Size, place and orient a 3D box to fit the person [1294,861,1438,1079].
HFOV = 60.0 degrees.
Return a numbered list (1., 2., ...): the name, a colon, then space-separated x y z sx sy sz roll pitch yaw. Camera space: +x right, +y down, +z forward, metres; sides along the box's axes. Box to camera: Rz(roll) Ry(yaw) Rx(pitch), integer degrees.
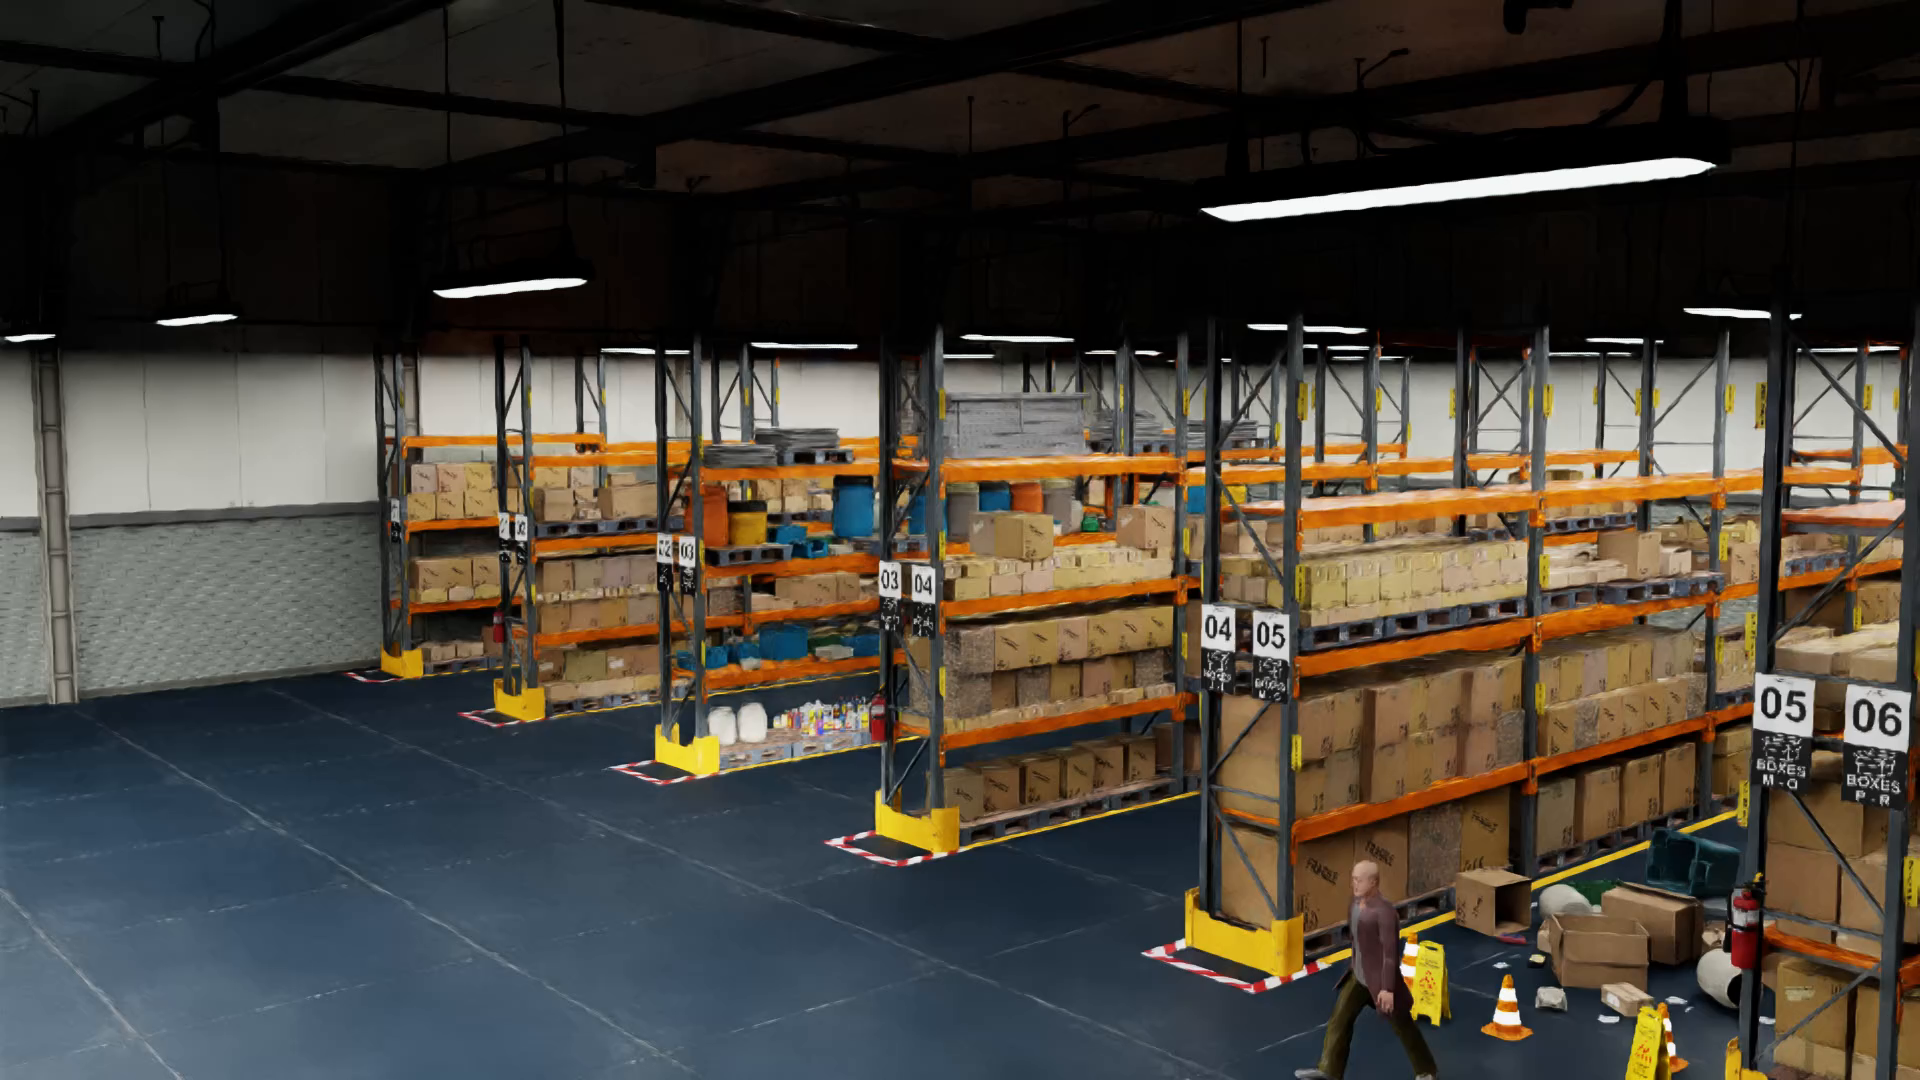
1. person: 3.033 3.297 12.214 1.042 1.545 0.633 -2 5 -18
